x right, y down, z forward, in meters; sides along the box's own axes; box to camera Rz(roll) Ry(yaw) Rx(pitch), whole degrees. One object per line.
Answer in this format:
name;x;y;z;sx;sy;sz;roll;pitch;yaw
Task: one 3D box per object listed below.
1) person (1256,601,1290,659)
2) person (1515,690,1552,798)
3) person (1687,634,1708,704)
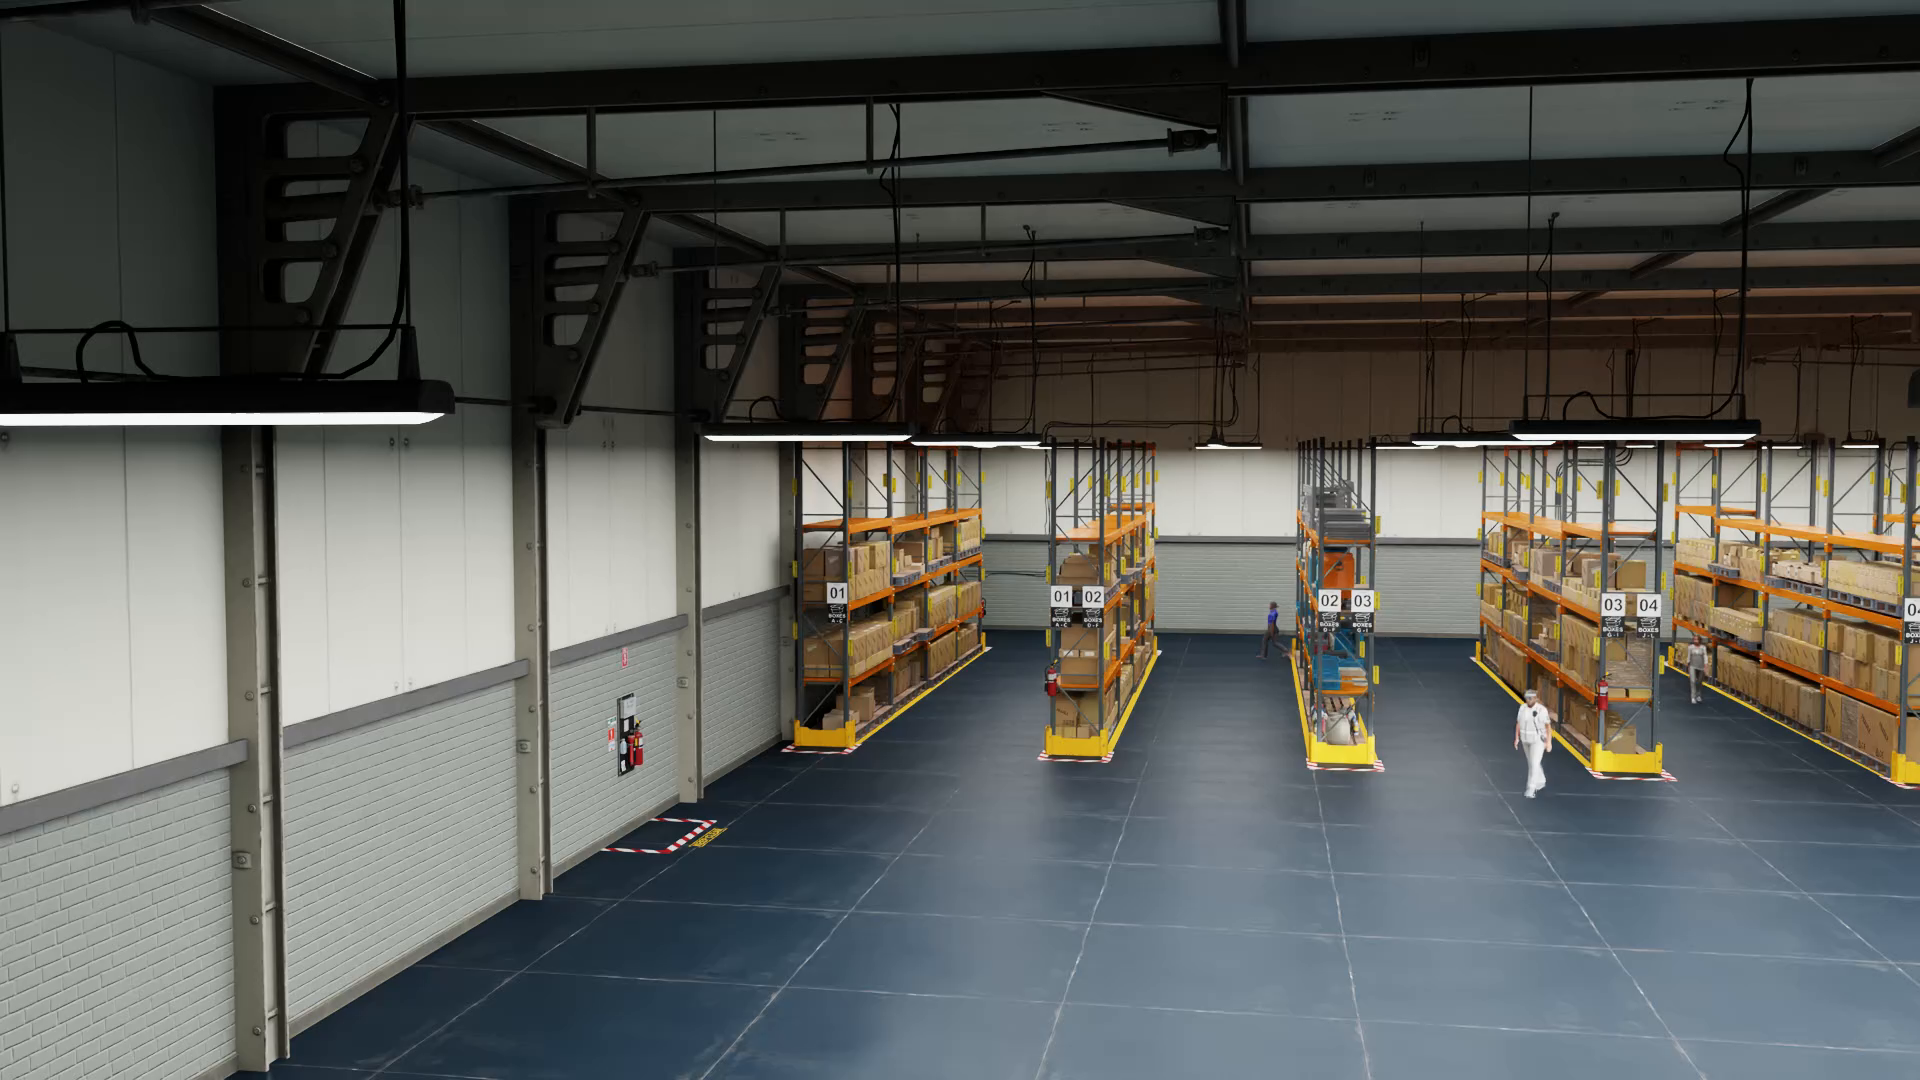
person;8.643;2.485;45.788;0.920;1.608;0.530;2;4;35
person;9.593;3.372;27.902;0.864;1.734;0.578;-2;4;-32
person;16.745;2.927;37.753;0.432;1.552;0.903;1;3;22
